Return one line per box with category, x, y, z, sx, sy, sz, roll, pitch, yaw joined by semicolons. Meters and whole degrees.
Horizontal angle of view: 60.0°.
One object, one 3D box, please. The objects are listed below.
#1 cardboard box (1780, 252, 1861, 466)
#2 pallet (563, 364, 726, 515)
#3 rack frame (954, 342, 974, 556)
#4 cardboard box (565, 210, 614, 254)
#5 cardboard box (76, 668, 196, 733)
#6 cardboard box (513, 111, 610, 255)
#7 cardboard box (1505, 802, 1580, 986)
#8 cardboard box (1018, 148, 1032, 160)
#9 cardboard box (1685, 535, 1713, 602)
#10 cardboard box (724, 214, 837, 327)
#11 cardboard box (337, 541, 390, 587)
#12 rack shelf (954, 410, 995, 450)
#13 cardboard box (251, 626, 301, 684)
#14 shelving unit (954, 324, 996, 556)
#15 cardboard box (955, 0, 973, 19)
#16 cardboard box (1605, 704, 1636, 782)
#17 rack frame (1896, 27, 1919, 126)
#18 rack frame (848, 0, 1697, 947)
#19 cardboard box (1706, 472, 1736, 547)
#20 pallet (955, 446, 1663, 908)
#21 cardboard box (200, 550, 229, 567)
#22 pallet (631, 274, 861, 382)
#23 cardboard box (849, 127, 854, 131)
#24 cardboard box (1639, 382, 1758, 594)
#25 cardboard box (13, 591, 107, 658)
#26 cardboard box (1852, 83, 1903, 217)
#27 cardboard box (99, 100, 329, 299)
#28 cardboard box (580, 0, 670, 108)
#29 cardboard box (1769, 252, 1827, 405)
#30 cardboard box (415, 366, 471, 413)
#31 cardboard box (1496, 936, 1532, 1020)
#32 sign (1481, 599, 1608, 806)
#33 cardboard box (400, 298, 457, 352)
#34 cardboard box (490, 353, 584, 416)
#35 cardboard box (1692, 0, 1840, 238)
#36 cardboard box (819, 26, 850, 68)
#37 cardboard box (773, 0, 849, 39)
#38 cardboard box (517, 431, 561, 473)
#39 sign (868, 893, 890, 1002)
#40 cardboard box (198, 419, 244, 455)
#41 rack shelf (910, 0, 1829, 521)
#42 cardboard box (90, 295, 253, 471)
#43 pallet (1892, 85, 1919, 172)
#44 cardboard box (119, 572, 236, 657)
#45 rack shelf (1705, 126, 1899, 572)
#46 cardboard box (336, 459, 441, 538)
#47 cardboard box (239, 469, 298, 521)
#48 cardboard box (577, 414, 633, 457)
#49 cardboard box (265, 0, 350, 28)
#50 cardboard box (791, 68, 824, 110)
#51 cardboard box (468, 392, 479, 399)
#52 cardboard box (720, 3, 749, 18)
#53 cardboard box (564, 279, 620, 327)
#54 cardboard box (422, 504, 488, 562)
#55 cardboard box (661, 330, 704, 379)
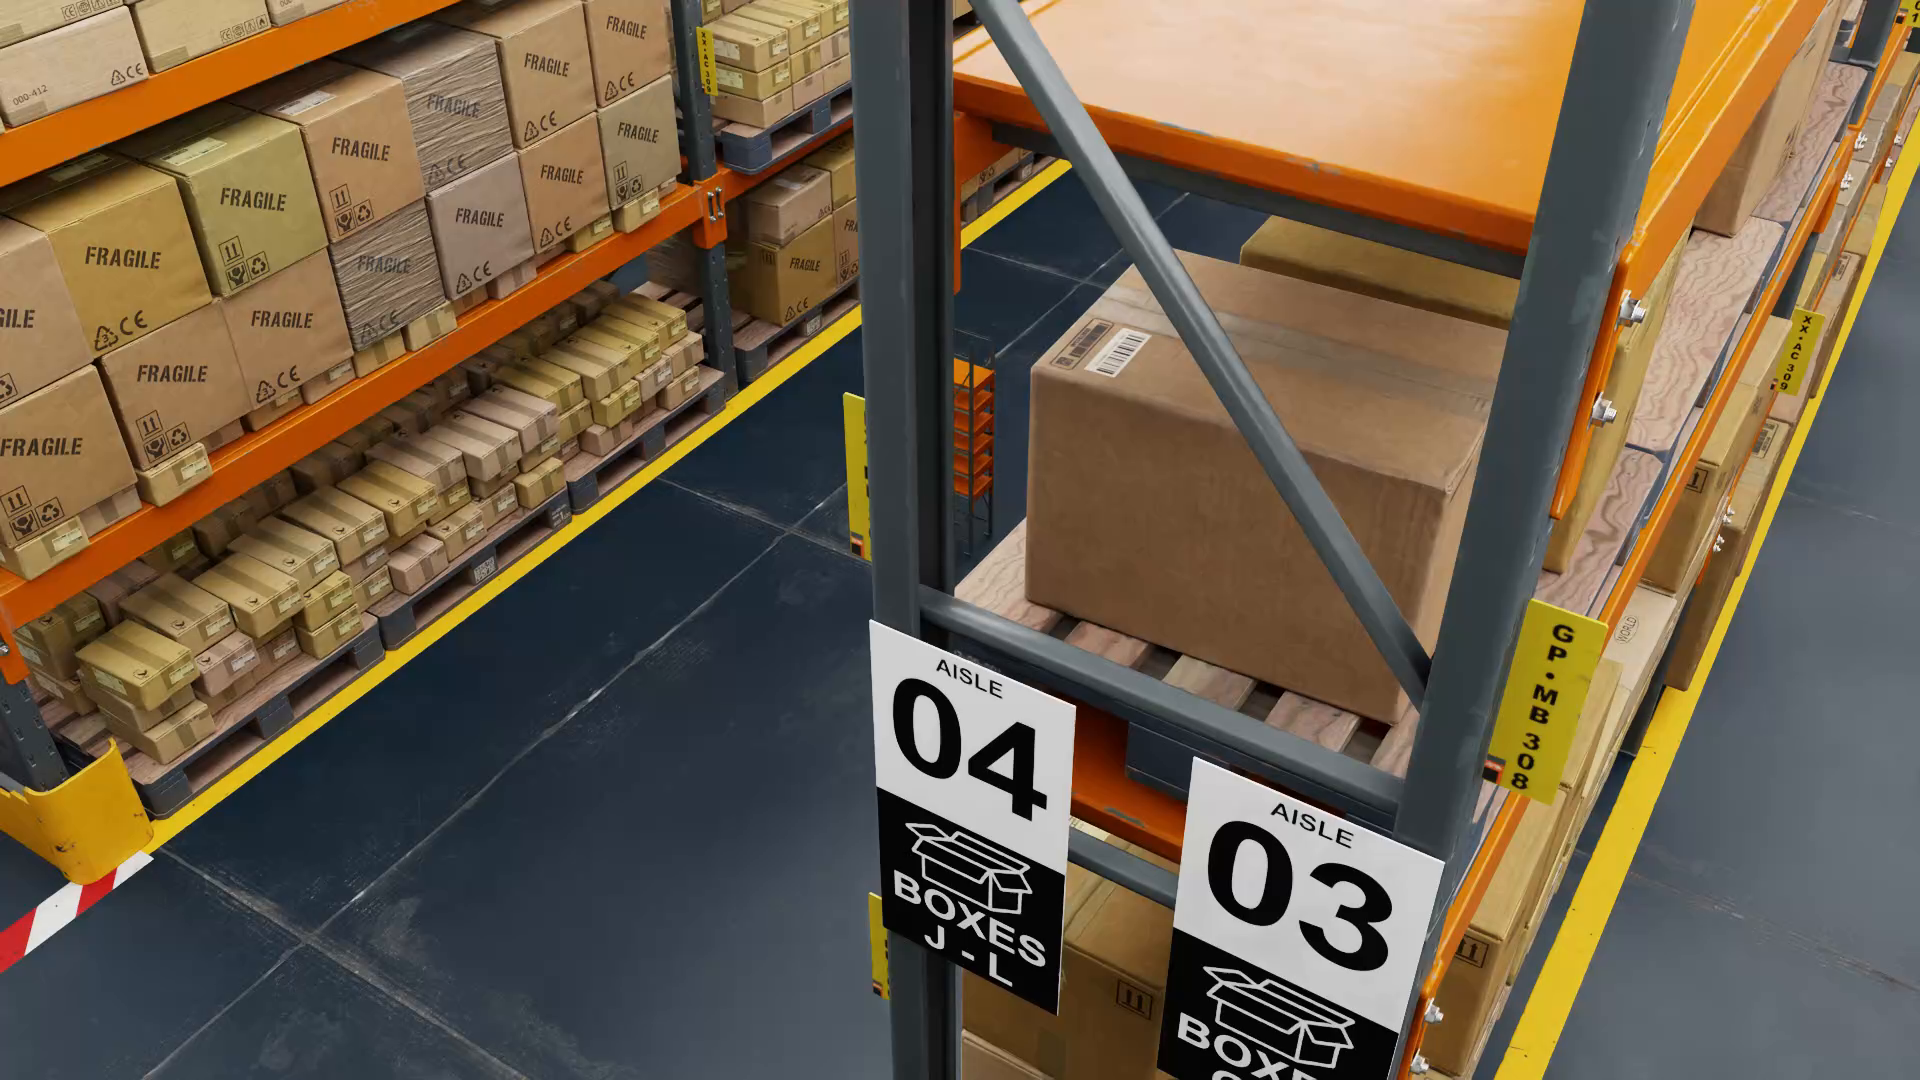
cardboard box;3.722;-1.042;8.481;1.225;0.875;0.875;21;42;25
pallet;-2.013;-0.673;8.890;1.003;0.211;1.213;21;42;25
rack frame;-0.041;-0.435;7.772;0.240;1.200;0.006;21;42;25
cardboard box;-1.879;-1.526;7.917;0.380;0.149;0.250;23;43;27
cardboard box;-3.329;0.585;6.721;0.380;0.149;0.250;23;43;27
cardboard box;-1.983;-1.684;7.591;0.500;0.500;0.500;20;42;24
cardboard box;1.338;0.856;4.502;0.500;0.250;0.500;20;42;24
cardboard box;0.328;-2.949;11.262;0.500;0.500;0.500;21;42;25
cardboard box;2.426;0.036;5.892;0.380;0.149;0.250;22;43;26
cardboard box;-1.064;-1.606;9.519;0.500;0.500;0.500;23;43;27
cardboard box;-2.787;0.043;7.424;0.380;0.149;0.250;19;42;23
rack shelf;0.008;-0.543;7.787;0.258;0.103;0.180;21;42;25
cardboard box;-3.077;0.432;7.163;0.380;0.149;0.250;22;43;26
shelving unit;0.008;-0.483;7.833;0.258;1.200;0.189;21;42;25
cardboard box;-0.108;-3.200;9.746;0.380;0.149;0.250;23;43;26
cardboard box;1.875;0.565;5.205;0.380;0.149;0.250;20;42;24
rack frame;4.593;-2.523;9.006;1.000;3.000;0.127;21;42;25
rack frame;0.307;-0.775;1.824;1.000;3.000;0.127;21;42;25
cardboard box;2.435;-0.206;5.879;0.500;0.250;0.500;20;42;24
pallet;0.696;0.062;3.268;1.003;0.211;1.213;21;42;25
cardboard box;-3.277;0.033;7.438;0.380;0.149;0.250;21;42;25
pallet;-1.268;-1.433;9.875;1.003;0.211;1.213;21;42;25
cardboard box;-0.504;-2.440;9.987;0.500;0.250;0.500;23;43;27
cardboard box;2.158;-0.235;5.302;0.500;0.500;0.500;22;43;26
cardboard box;-3.757;0.298;6.850;0.380;0.149;0.250;22;43;26
cardboard box;4.266;-1.972;8.209;0.500;0.500;0.500;21;42;25
cardboard box;-2.799;-1.295;6.267;0.500;0.500;0.500;20;42;24
cardboard box;-1.707;-2.358;7.647;0.500;0.500;0.500;20;42;24
cardboard box;3.177;-0.915;6.838;0.500;0.500;0.500;21;42;25
cardboard box;-2.660;-0.783;8.252;0.380;0.149;0.250;22;43;26
cardboard box;1.325;1.095;4.518;0.380;0.149;0.250;20;42;24
sign;0.773;0.220;2.209;0.100;0.325;0.005;21;42;25
cardboard box;-2.416;-0.983;7.213;0.380;0.149;0.250;22;43;26
cardboard box;-2.090;-0.756;8.217;0.380;0.149;0.250;23;43;27
cardboard box;1.790;-1.196;4.319;0.700;0.500;0.500;23;43;27
cardboard box;-0.809;-2.640;8.776;0.380;0.149;0.250;22;43;26
cardboard box;-0.800;-2.768;8.697;0.380;0.149;0.250;22;43;25
cardboard box;-2.184;-0.502;8.131;0.380;0.149;0.250;22;43;26
sign;-0.143;0.864;3.469;0.100;0.325;0.005;21;42;25
cardboard box;-3.062;-0.478;6.559;0.380;0.149;0.250;23;43;27
rack shelf;1.379;-1.363;3.503;1.077;0.370;4.000;21;42;25
cardboard box;-3.087;-0.656;6.258;0.500;0.500;0.500;21;42;25
pallet;6.321;-3.079;12.011;1.003;0.211;1.213;21;42;25
cardboard box;-3.213;0.313;6.830;0.380;0.149;0.250;22;43;26
rack shelf;3.522;-1.207;7.888;1.077;0.370;4.000;21;42;25
cardboard box;-2.571;-0.190;7.483;0.380;0.149;0.250;22;43;26
cardboard box;-3.253;-0.257;7.570;0.380;0.149;0.250;23;43;27
cardboard box;-1.903;-0.595;8.496;0.380;0.149;0.250;20;42;24
cardboard box;-2.534;-2.152;6.190;0.500;0.250;0.500;21;42;25
cardboard box;-0.940;-2.400;8.707;0.380;0.149;0.250;22;43;26
cardboard box;-2.455;-0.773;8.483;0.380;0.149;0.250;19;42;23
cardboard box;-1.362;-2.853;9.052;0.380;0.149;0.250;23;43;27
cardboard box;-2.043;-1.299;8.921;0.380;0.149;0.250;23;43;27
cardboard box;-2.458;-0.078;7.825;0.380;0.149;0.250;21;42;25
cardboard box;-1.584;-1.024;8.809;0.380;0.149;0.250;22;43;26
